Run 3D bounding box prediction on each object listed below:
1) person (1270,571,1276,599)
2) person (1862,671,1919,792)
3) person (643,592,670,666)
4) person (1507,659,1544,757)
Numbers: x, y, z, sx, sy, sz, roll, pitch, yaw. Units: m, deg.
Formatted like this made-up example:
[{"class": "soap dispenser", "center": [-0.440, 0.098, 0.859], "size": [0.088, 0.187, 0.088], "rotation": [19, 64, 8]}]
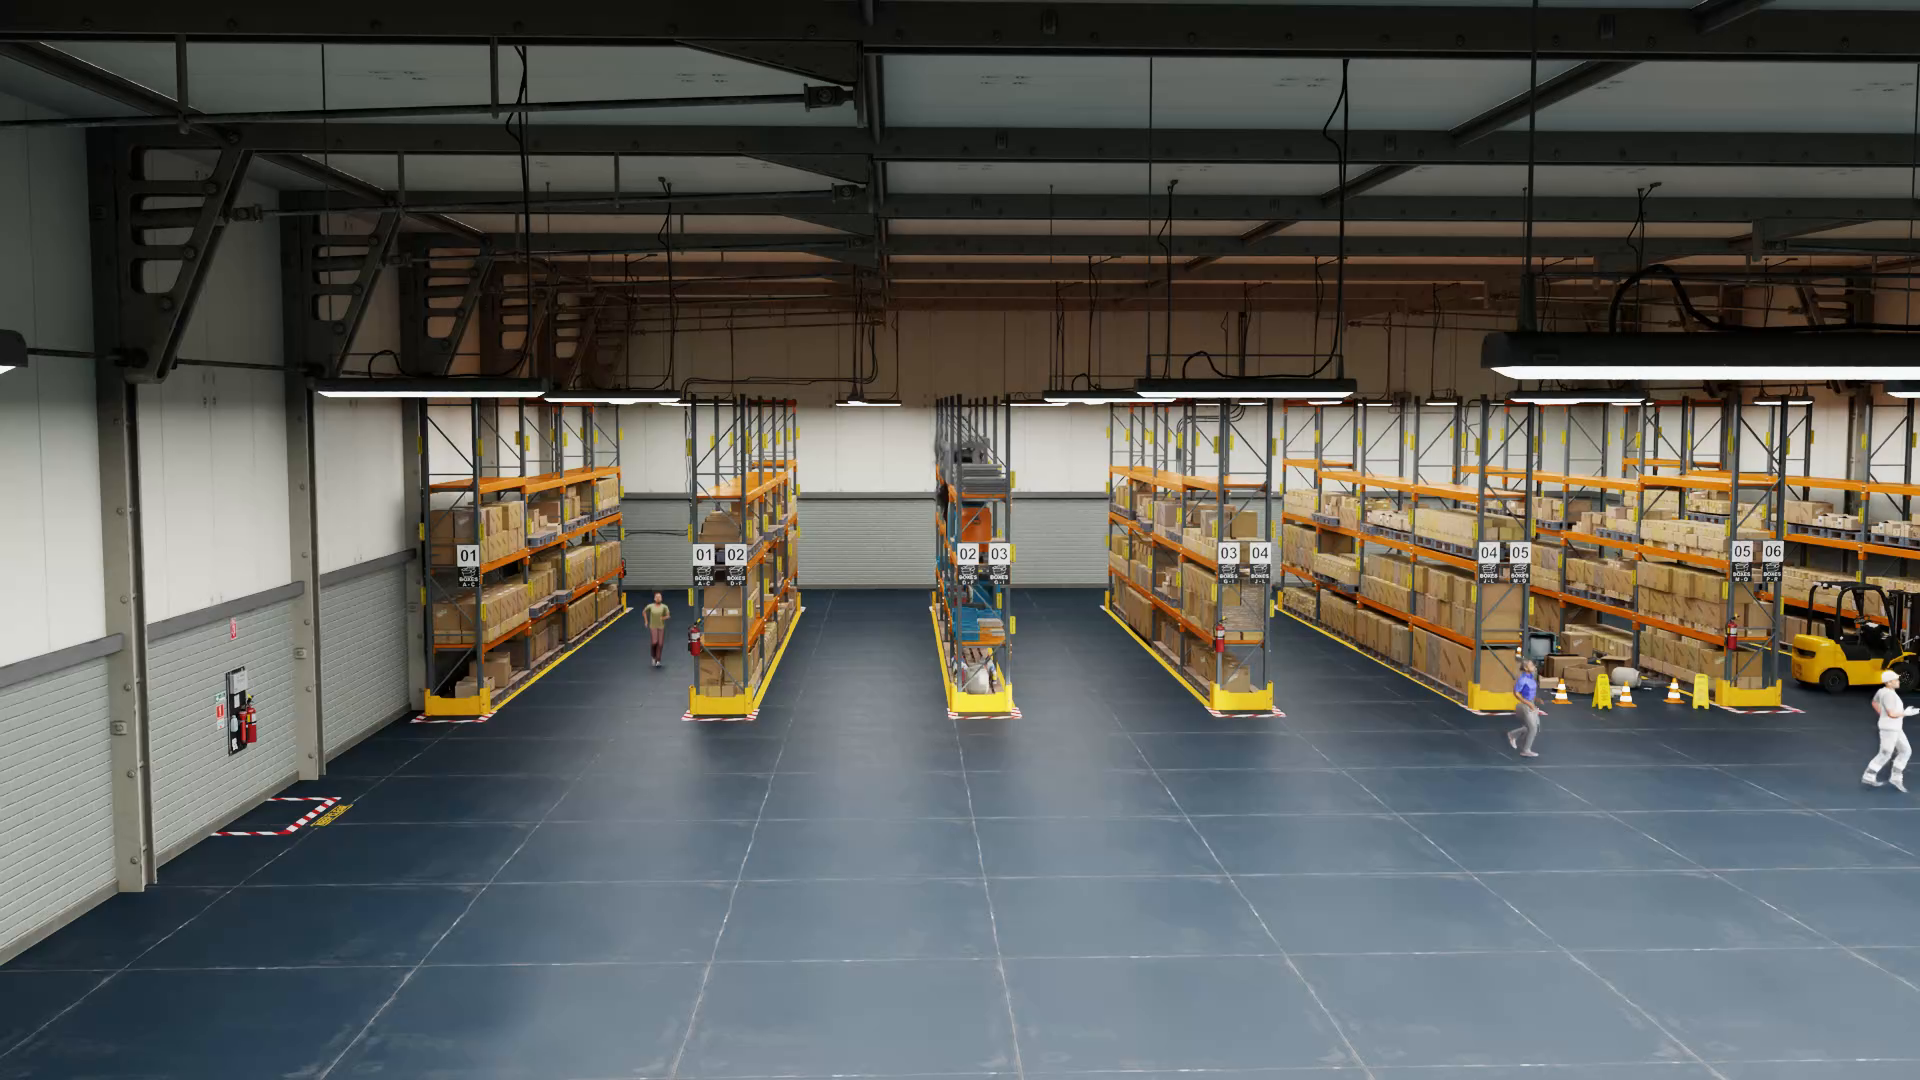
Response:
[{"class": "person", "center": [8.051, 1.385, 43.983], "size": [0.639, 1.744, 0.645], "rotation": [0, 5, 3]}, {"class": "person", "center": [13.939, 2.872, 24.888], "size": [0.720, 1.839, 0.631], "rotation": [3, 5, 33]}, {"class": "person", "center": [-6.717, 1.977, 36.935], "size": [0.565, 1.639, 0.599], "rotation": [-2, 5, -20]}, {"class": "person", "center": [9.289, 2.767, 27.411], "size": [0.581, 1.598, 0.562], "rotation": [3, 6, 37]}]
